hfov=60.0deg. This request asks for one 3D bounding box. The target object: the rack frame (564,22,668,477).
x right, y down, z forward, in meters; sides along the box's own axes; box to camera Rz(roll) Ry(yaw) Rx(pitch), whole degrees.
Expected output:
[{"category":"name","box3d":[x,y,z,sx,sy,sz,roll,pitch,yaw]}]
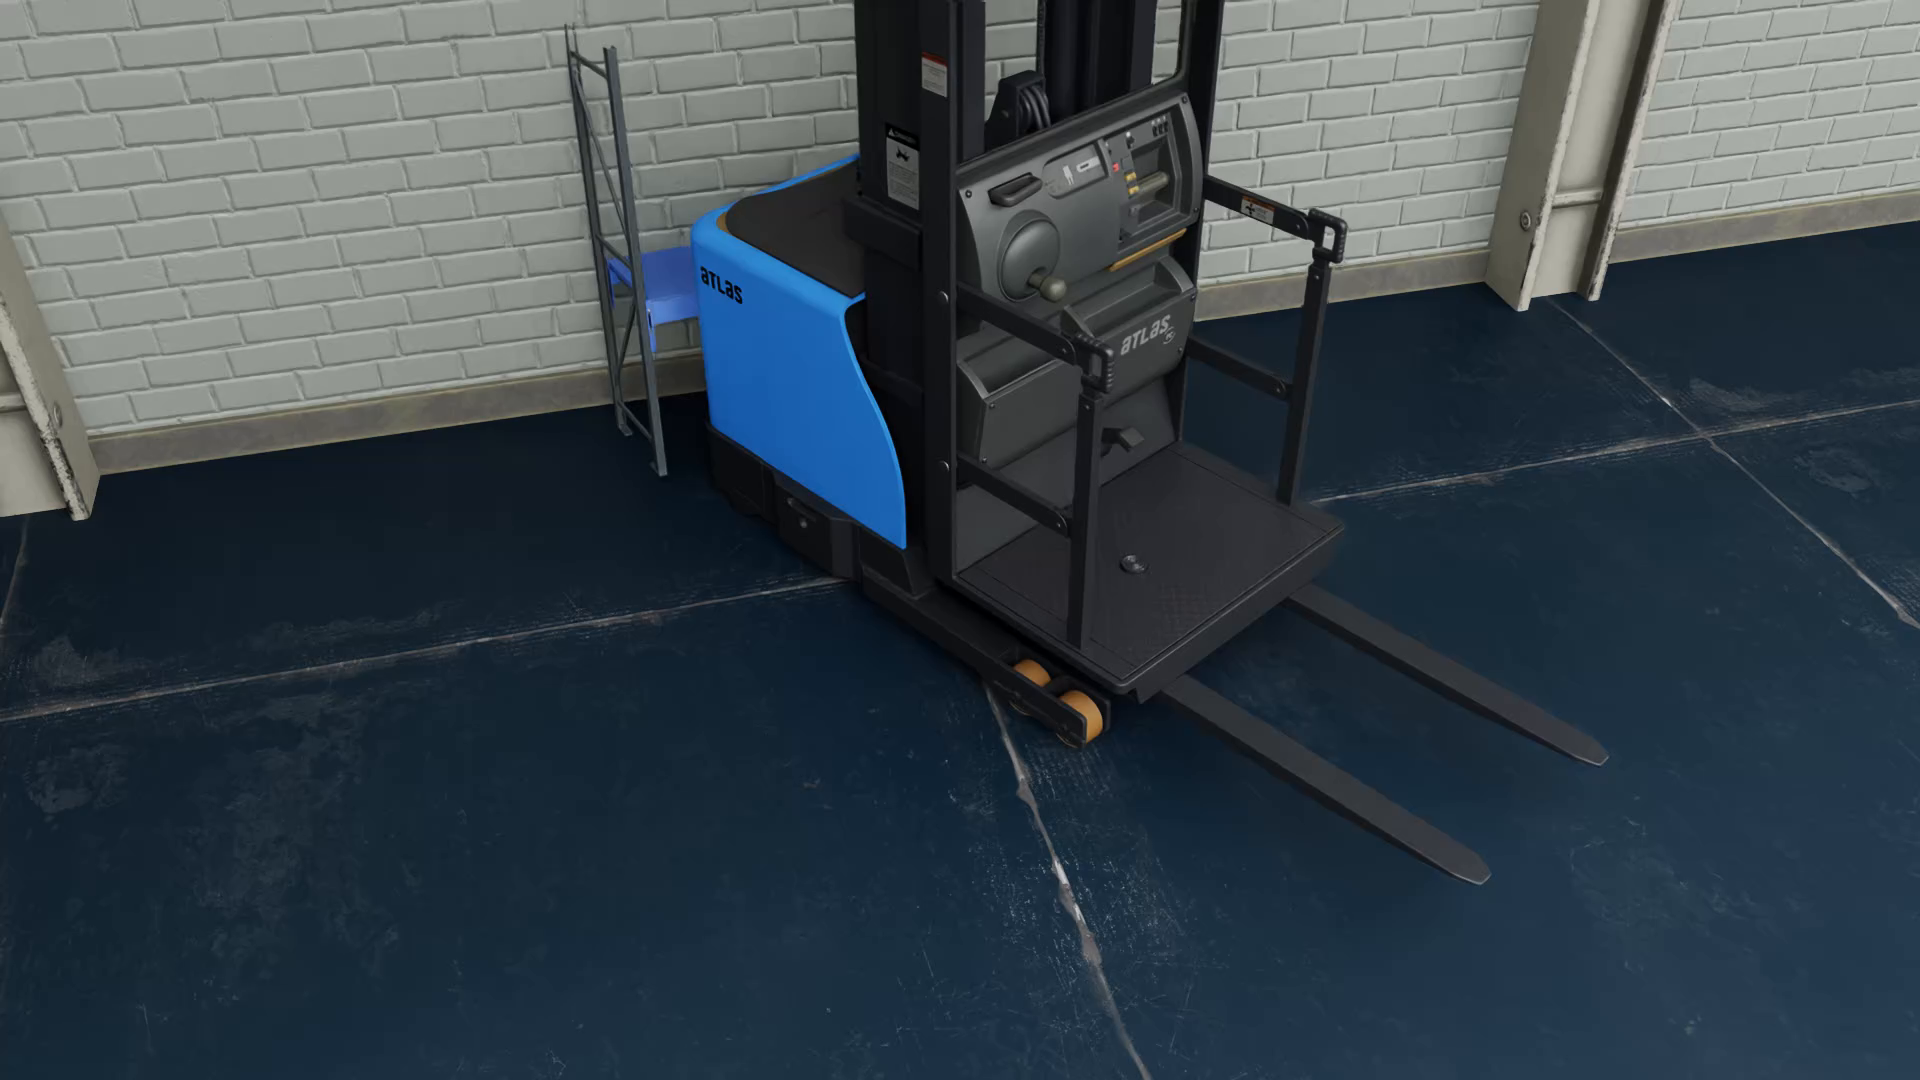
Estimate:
[{"category":"rack frame","box3d":[-1.192,-0.989,5.767,0.032,1.500,0.500,-16,32,-24]}]

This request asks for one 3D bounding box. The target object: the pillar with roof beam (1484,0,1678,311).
[{"category":"pillar with roof beam","box3d":[3.621,-2.135,1.134,0.400,9.000,9.100,-9,38,-12]}]

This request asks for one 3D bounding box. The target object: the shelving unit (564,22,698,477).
[{"category":"shelving unit","box3d":[-0.743,-1.114,5.971,1.048,1.500,0.538,-16,32,-24]}]

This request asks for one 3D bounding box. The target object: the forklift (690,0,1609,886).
[{"category":"forklift","box3d":[0.504,-0.906,4.522,1.130,2.935,3.031,-31,47,-34]}]

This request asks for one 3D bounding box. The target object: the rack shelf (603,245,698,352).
[{"category":"rack shelf","box3d":[-0.739,-0.957,6.058,1.000,0.185,0.538,-16,32,-24]}]
